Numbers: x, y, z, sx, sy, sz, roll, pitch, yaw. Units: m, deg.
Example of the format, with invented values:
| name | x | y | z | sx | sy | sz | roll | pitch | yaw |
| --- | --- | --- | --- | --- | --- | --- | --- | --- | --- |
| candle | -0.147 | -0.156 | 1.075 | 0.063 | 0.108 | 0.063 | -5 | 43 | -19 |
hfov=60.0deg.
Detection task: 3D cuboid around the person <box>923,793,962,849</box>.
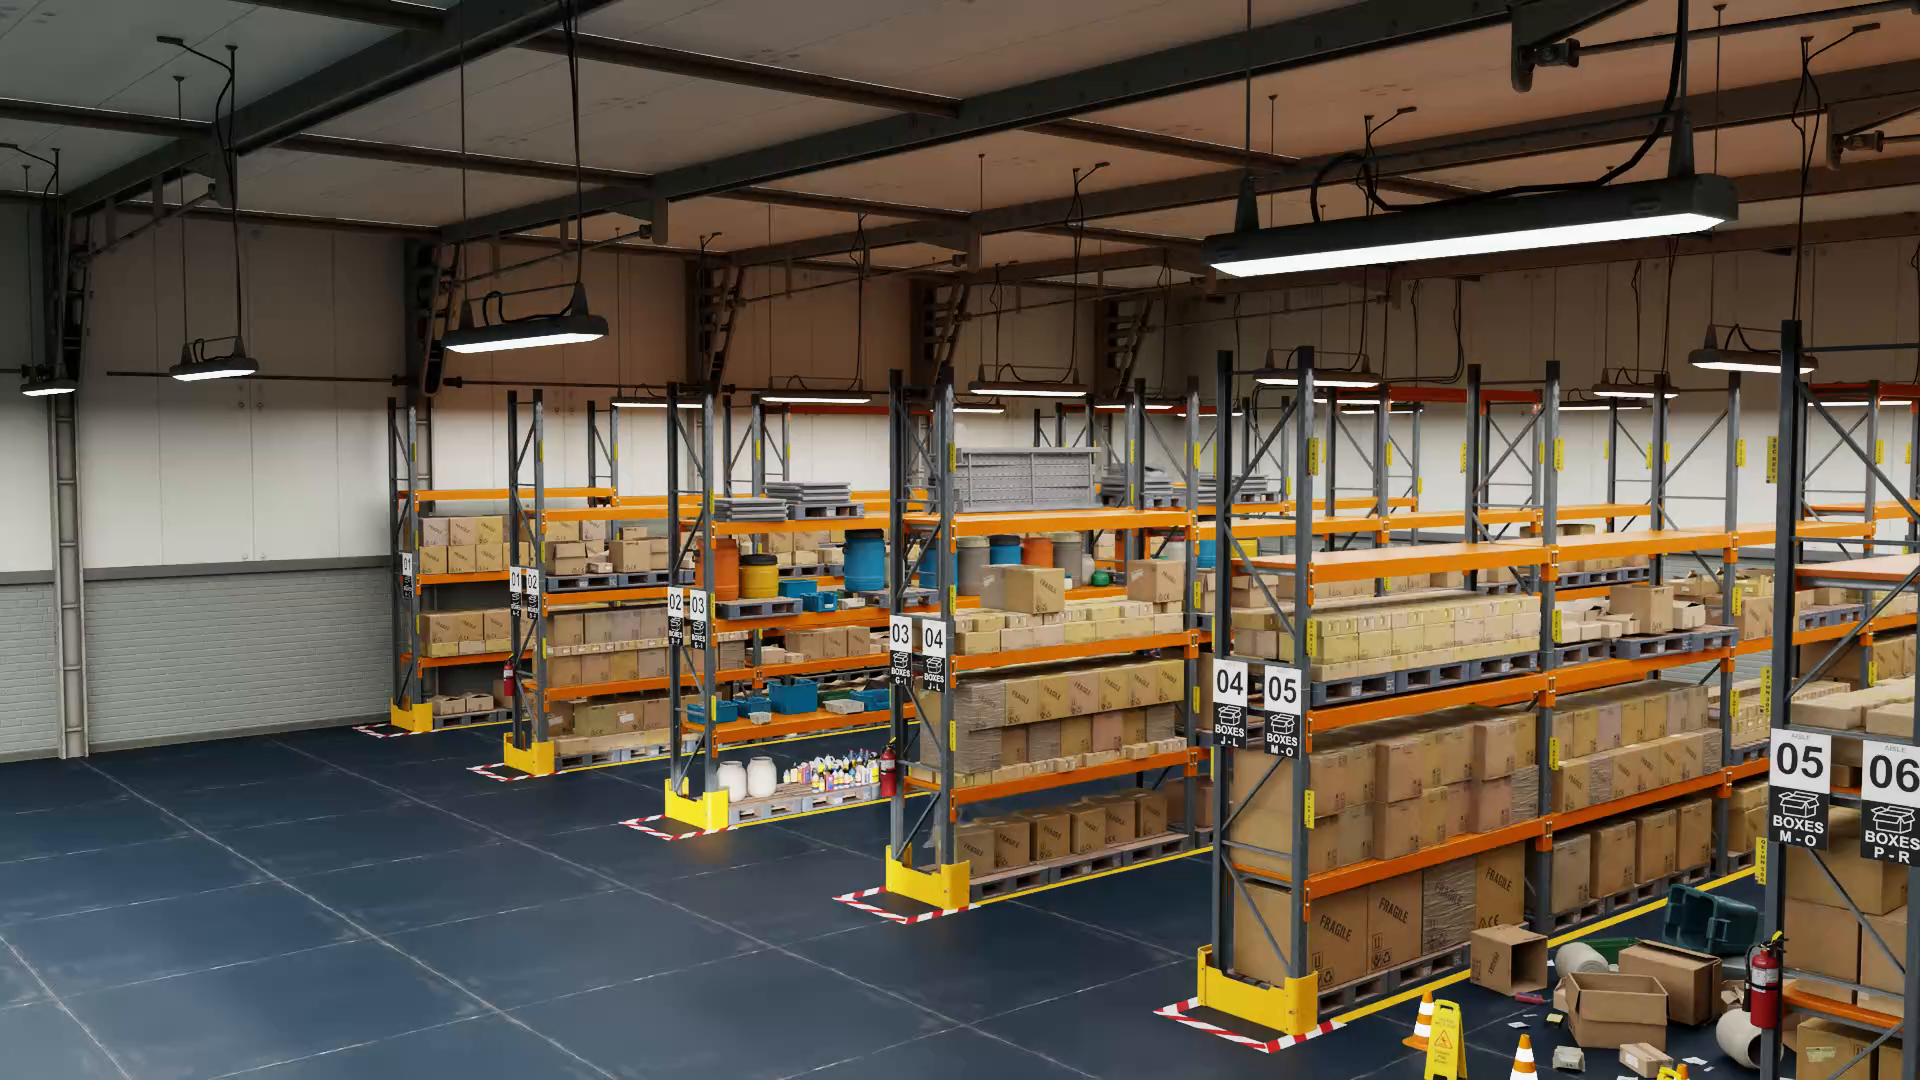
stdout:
| name | x | y | z | sx | sy | sz | roll | pitch | yaw |
| --- | --- | --- | --- | --- | --- | --- | --- | --- | --- |
| person | -0.199 | 3.074 | 21.456 | 0.579 | 1.692 | 0.851 | 3 | 4 | 38 |
